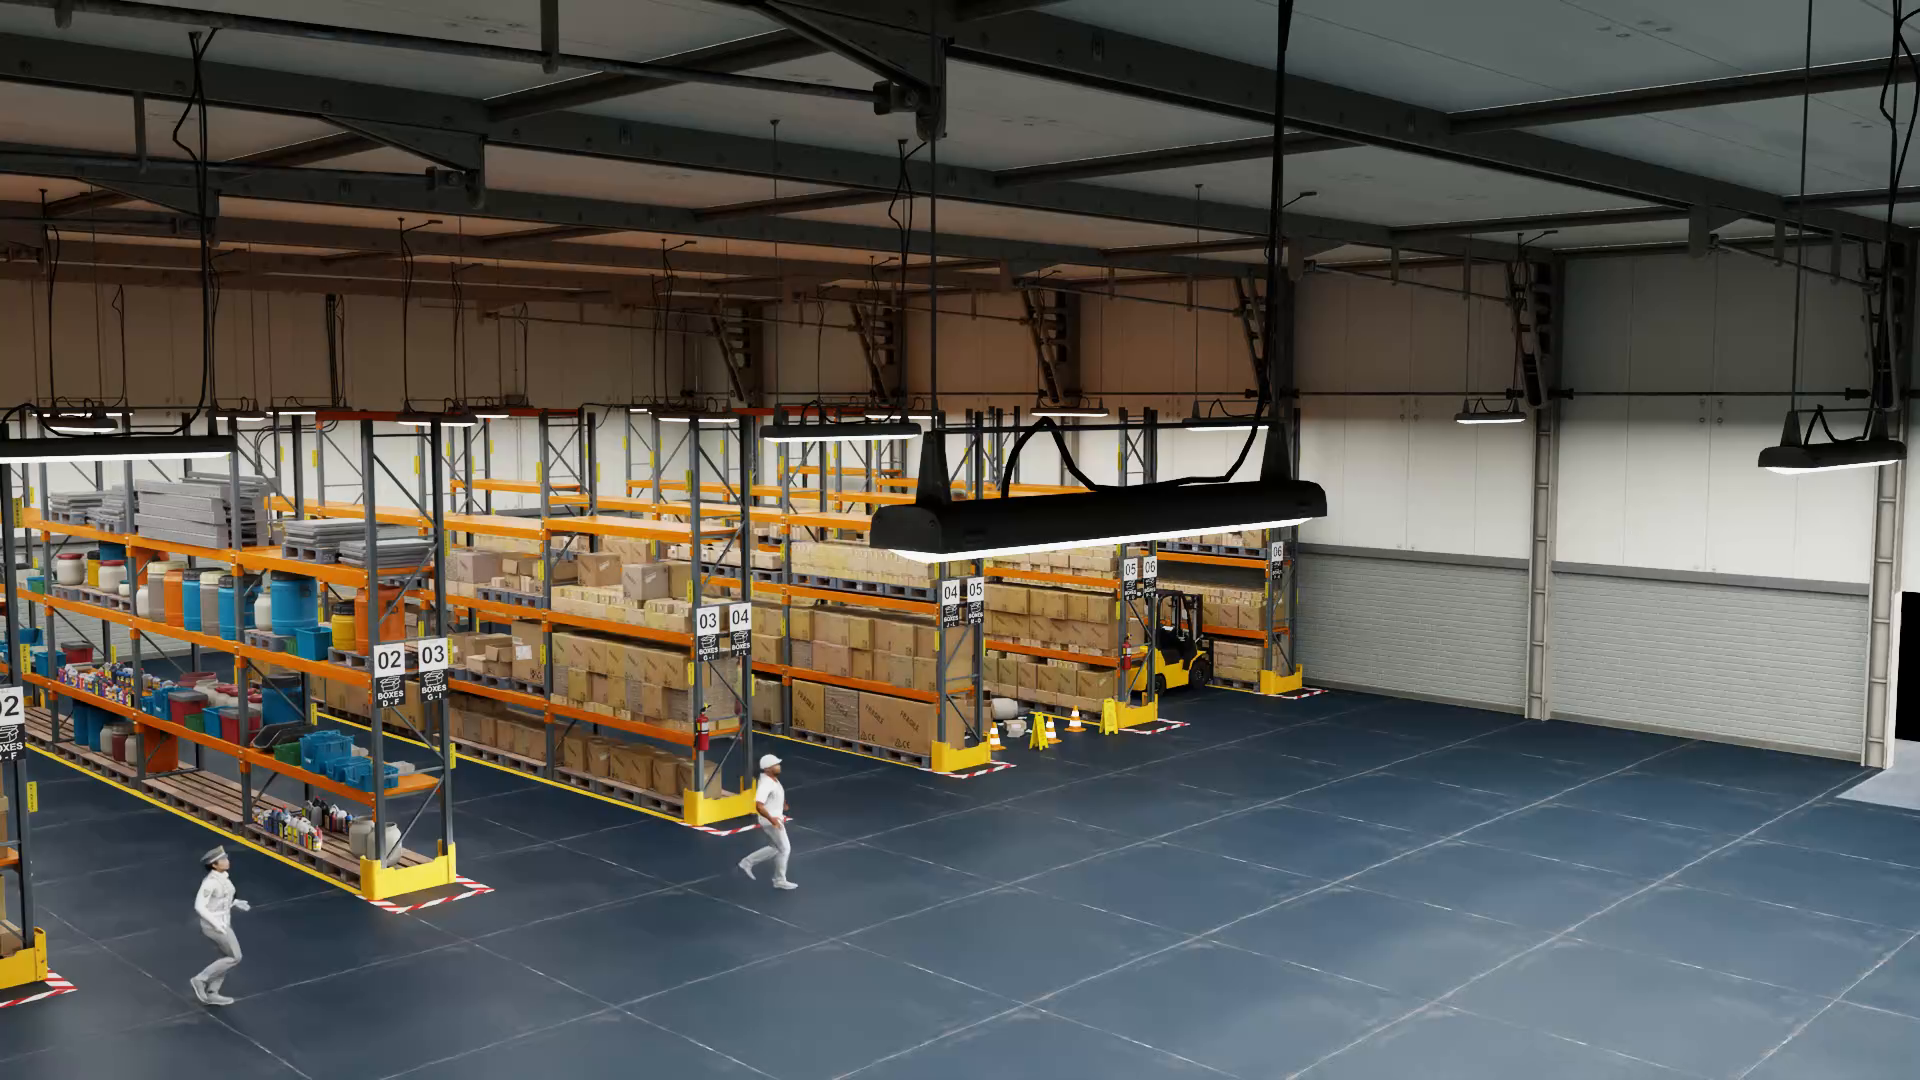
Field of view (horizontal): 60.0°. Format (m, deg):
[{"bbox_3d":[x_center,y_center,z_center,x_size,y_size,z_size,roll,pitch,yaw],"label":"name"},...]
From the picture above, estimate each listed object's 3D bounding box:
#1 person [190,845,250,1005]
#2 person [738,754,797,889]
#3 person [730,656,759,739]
[{"bbox_3d":[-7.670,3.982,17.234,0.569,1.669,0.605,-2,5,-17],"label":"person"},{"bbox_3d":[-2.458,3.593,21.205,0.751,1.754,0.692,-1,5,-10],"label":"person"},{"bbox_3d":[-3.967,2.848,30.112,0.799,1.700,0.493,3,6,34],"label":"person"}]
